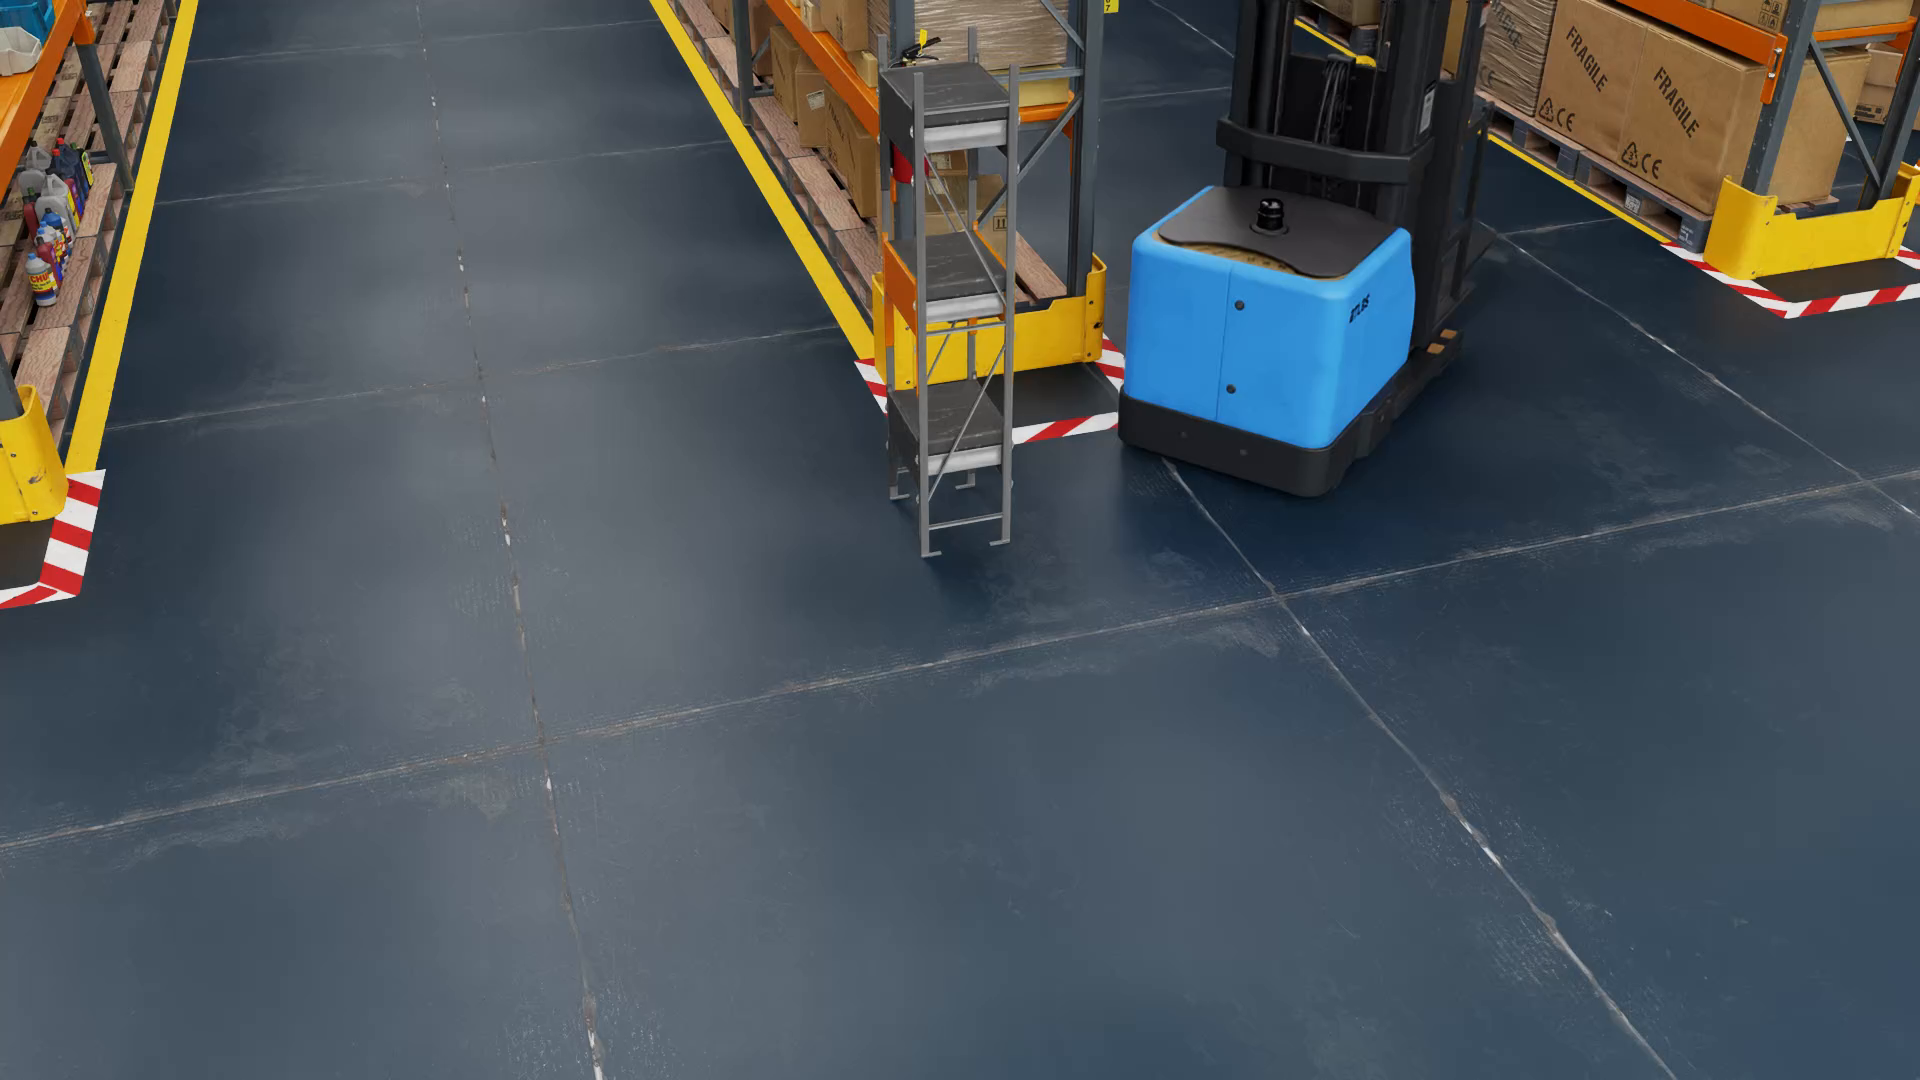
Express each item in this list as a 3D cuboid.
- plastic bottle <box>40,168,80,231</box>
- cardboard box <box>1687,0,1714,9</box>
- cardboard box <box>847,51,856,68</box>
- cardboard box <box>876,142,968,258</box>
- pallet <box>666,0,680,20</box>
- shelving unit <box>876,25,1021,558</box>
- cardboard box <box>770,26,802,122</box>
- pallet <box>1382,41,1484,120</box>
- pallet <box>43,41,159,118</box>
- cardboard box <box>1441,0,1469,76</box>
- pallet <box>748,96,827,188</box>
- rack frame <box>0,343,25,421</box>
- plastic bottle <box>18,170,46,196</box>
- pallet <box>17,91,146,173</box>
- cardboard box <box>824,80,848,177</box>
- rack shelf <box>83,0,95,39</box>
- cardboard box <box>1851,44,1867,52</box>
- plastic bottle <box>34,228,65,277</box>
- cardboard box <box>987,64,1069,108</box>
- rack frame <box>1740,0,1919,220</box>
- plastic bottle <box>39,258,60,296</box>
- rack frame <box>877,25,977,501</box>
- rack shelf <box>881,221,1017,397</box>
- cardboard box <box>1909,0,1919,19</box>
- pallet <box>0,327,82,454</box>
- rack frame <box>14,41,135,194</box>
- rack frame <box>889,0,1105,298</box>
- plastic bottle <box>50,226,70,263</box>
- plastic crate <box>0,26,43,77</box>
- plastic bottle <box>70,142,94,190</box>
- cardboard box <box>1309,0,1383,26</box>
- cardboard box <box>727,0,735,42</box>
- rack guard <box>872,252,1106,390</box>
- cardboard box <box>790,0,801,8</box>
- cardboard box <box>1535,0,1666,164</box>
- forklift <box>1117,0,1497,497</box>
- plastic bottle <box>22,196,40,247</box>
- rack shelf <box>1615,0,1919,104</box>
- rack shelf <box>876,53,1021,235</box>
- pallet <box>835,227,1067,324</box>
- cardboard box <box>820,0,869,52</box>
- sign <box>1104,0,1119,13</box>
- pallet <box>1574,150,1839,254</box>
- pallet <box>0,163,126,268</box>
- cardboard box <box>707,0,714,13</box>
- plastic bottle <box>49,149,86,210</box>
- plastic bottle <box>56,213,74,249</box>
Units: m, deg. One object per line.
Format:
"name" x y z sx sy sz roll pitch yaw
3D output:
"plastic bottle" -5.135 -1.932 9.457 0.144 0.351 0.185 -10 35 -15
"cardboard box" 4.583 -3.463 9.633 0.875 0.550 0.550 -10 35 -15
"cardboard box" -0.372 -2.545 8.608 0.380 0.149 0.250 -10 35 -15
"cardboard box" -0.216 -1.918 9.318 0.500 0.500 0.500 -1 33 -2
"pallet" -2.030 -4.773 14.282 1.003 0.211 1.213 -10 35 -15
"shelving unit" -0.050 -0.963 6.803 0.431 2.100 0.503 -10 35 -15
"cardboard box" -0.962 -3.162 11.201 0.500 0.500 0.500 -11 35 -16
"pallet" 3.865 -3.452 12.283 1.003 0.211 1.213 -10 35 -15
"pallet" -6.416 -3.298 12.050 1.003 0.211 1.213 -10 35 -15
"cardboard box" 3.833 -3.975 12.091 0.875 0.875 0.875 -9 35 -14
"pallet" -0.808 -2.737 11.200 1.003 0.211 1.213 -10 35 -15
"rack frame" -4.543 -1.314 6.517 1.000 3.000 0.127 -10 35 -15
"plastic bottle" -5.367 -2.033 9.677 0.152 0.276 0.135 -10 35 -15
"pallet" -6.040 -2.656 11.078 1.003 0.211 1.213 -10 35 -15
"cardboard box" -0.516 -2.550 10.275 0.500 0.500 0.500 -13 36 -19
"rack shelf" -6.373 -4.164 11.483 1.077 0.370 4.000 -10 35 -15
"cardboard box" 6.371 -3.814 12.443 0.797 0.637 0.503 -10 35 -15
"plastic bottle" -4.904 -1.543 8.941 0.097 0.271 0.097 0 33 0
"cardboard box" 0.314 -2.232 8.134 0.380 0.149 0.250 -10 35 -15
"rack frame" 4.928 -2.928 8.960 1.000 3.000 0.127 -10 35 -15
"plastic bottle" -4.831 -1.389 8.770 0.097 0.201 0.097 0 33 0
"rack frame" -0.125 -1.091 6.997 0.400 2.100 0.015 -10 35 -15
"rack shelf" -0.050 -0.952 6.810 0.431 0.518 0.480 -10 35 -15
"cardboard box" 7.422 -4.080 12.969 0.500 0.500 0.500 13 36 18
"pallet" -4.854 -0.610 7.981 1.003 0.211 1.213 -10 35 -15
"rack frame" -5.763 -3.414 9.696 1.000 3.000 0.127 -10 35 -15
"rack frame" 0.174 -2.147 7.778 1.000 3.000 0.127 -10 35 -15
"plastic bottle" -4.965 -1.619 9.118 0.097 0.201 0.097 0 33 0
"plastic crate" -5.027 -2.494 8.543 0.530 0.136 0.437 -10 35 -15
"plastic bottle" -5.302 -2.267 10.025 0.061 0.283 0.133 -8 34 -12
"cardboard box" 3.433 -4.575 13.113 1.050 0.750 0.750 -10 35 -15
"cardboard box" -1.341 -3.967 12.401 0.700 0.500 0.500 -10 35 -15
"rack guard" 0.151 -1.144 8.527 1.175 0.500 0.348 -10 35 -15
"cardboard box" -0.797 -3.193 9.590 0.380 0.149 0.250 -10 35 -15
"cardboard box" 4.388 -3.023 10.650 0.875 0.875 0.875 -11 35 -15
"forklift" 1.964 -2.191 7.906 1.130 2.935 3.031 19 38 27
"plastic bottle" -5.191 -1.800 9.318 0.061 0.283 0.133 -10 35 -15
"rack shelf" 4.318 -3.678 10.747 1.077 0.370 4.000 -10 35 -15
"rack shelf" -0.050 -1.536 6.424 0.431 0.518 0.480 -10 35 -15
"pallet" -0.064 -1.456 9.262 1.003 0.211 1.213 -10 35 -15
"cardboard box" -0.235 -2.848 8.479 0.875 0.500 0.500 -10 35 -15
"sign" 0.690 -2.599 7.677 0.100 0.325 0.005 -10 35 -15
"pallet" 4.610 -2.171 10.344 1.003 0.211 1.213 -10 35 -15
"pallet" -5.598 -1.891 9.920 1.003 0.211 1.213 -10 35 -15
"cardboard box" -1.682 -4.554 13.289 0.700 0.500 0.500 -7 34 -11
"plastic bottle" -5.234 -2.102 9.714 0.144 0.351 0.185 -12 35 -17
"plastic bottle" -5.027 -1.727 9.281 0.097 0.201 0.097 0 33 0
